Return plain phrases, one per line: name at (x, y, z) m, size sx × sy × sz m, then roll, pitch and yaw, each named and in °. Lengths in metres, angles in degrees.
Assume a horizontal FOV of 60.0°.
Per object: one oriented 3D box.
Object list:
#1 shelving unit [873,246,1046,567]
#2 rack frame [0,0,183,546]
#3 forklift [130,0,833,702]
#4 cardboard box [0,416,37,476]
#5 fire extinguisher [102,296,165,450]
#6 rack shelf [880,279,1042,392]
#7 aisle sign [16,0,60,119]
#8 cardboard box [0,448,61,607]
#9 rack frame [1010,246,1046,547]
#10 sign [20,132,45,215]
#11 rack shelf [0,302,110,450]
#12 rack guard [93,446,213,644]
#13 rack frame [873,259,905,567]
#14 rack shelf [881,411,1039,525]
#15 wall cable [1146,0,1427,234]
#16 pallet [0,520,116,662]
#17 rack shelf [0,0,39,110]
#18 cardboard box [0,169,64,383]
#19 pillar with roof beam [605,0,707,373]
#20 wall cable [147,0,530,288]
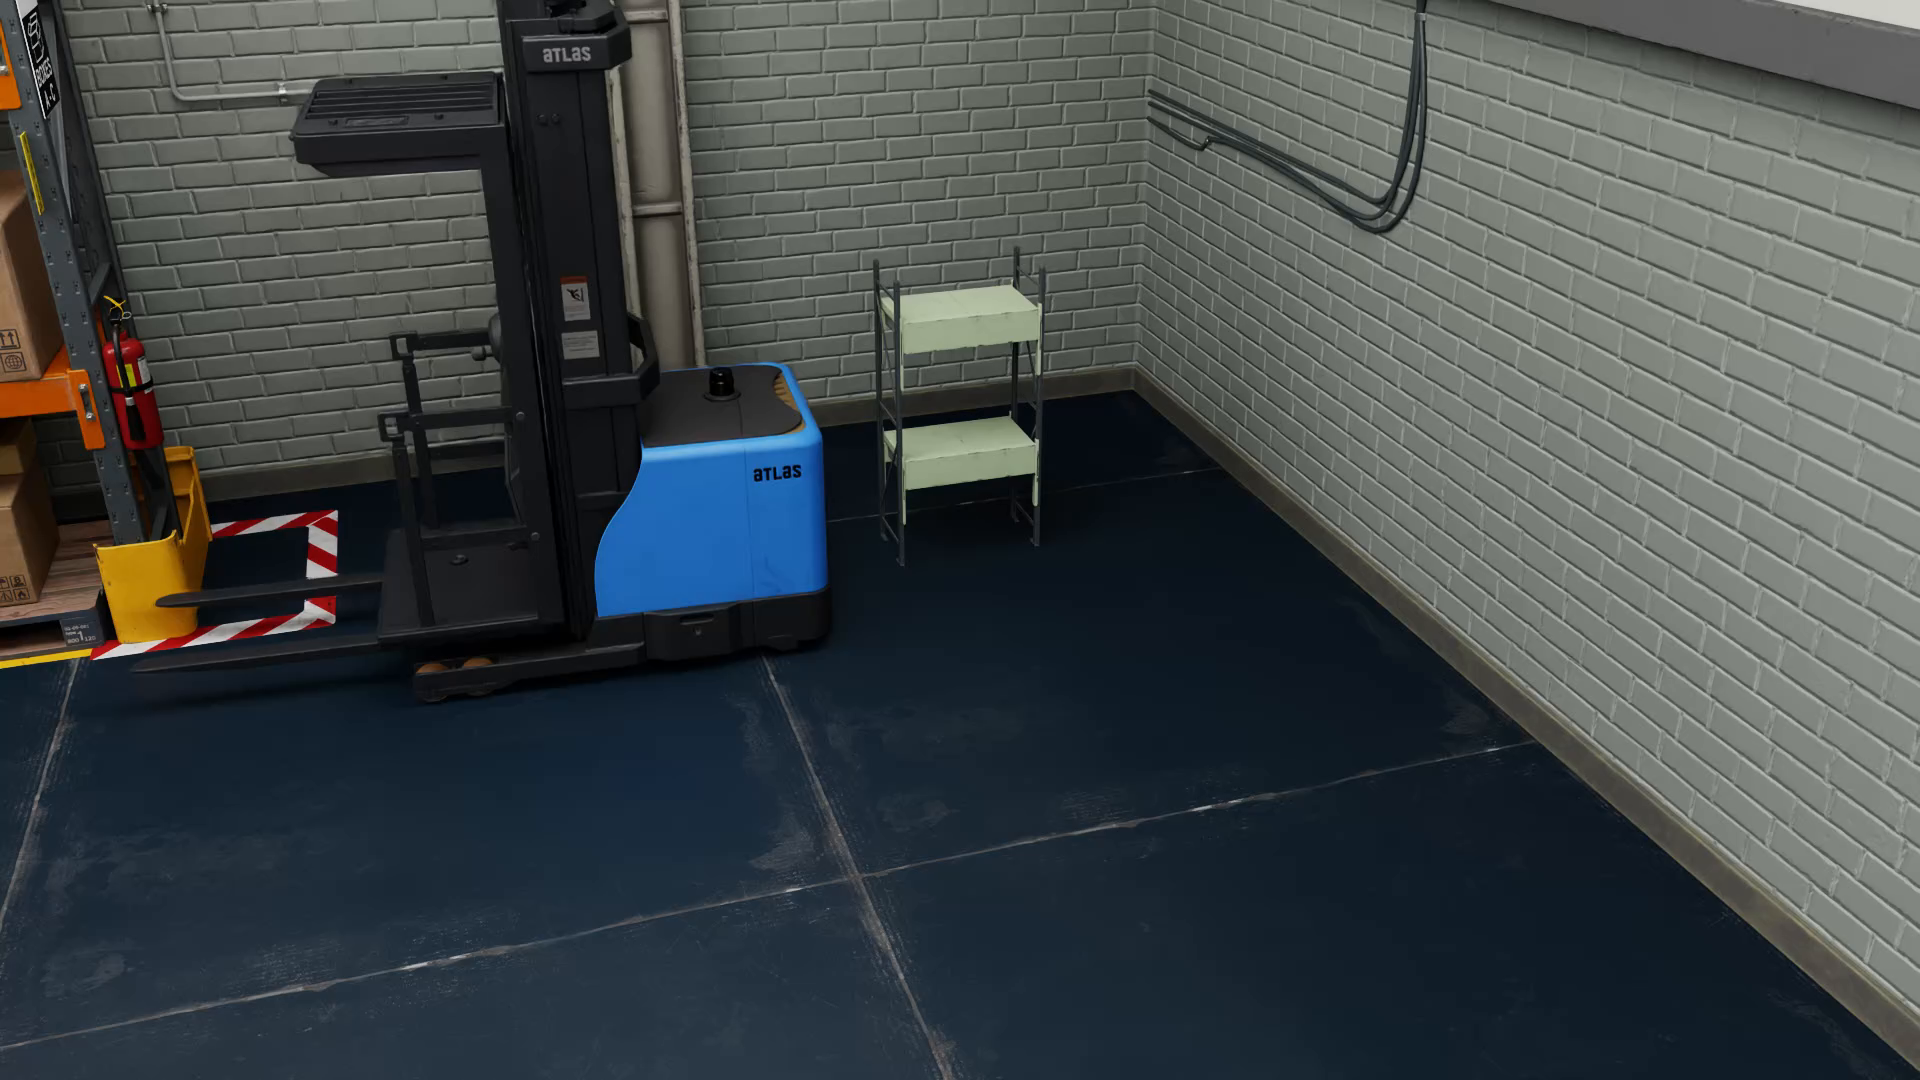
shelving unit at (-0.006, -0.671, 8.415) m, size 0.755 × 1.500 × 0.431 m, roll -8°, pitch 28°, yaw -16°
rack frame at (-3.975, -1.117, 7.626) m, size 0.127 × 3.000 × 1.000 m, roll -8°, pitch 28°, yaw -16°
forklift at (-2.168, -0.862, 7.190) m, size 3.031 × 2.935 × 1.130 m, roll -6°, pitch 27°, yaw -13°
cardboard box at (-4.553, -0.439, 7.870) m, size 0.250 × 0.149 × 0.380 m, roll -8°, pitch 28°, yaw -16°
fire extinguisher at (-3.689, -0.741, 7.375) m, size 0.183 × 0.674 × 0.296 m, roll -8°, pitch 28°, yaw -16°
rack shelf at (-0.006, -1.020, 8.241) m, size 0.720 × 0.370 × 0.431 m, roll -8°, pitch 28°, yaw -16°
aisle sign at (-3.814, -2.164, 6.813) m, size 0.004 × 0.787 × 0.394 m, roll -8°, pitch 28°, yaw -16°
cardboard box at (-4.610, -0.047, 7.809) m, size 0.500 × 0.500 × 0.700 m, roll -8°, pitch 28°, yaw -16°
rack frame at (0.342, -0.721, 8.516) m, size 0.023 × 1.500 × 0.400 m, roll -8°, pitch 28°, yaw -16°
sign at (-3.820, -1.510, 6.850) m, size 0.005 × 0.325 × 0.100 m, roll -8°, pitch 28°, yaw -16°
rack shelf at (-5.877, -0.519, 7.231) m, size 4.000 × 0.370 × 1.077 m, roll -8°, pitch 28°, yaw -16°
rack guard at (-3.952, 0.000, 8.189) m, size 0.348 × 0.500 × 1.175 m, roll -8°, pitch 28°, yaw -16°
rack frame at (-0.354, -0.620, 8.313) m, size 0.023 × 1.500 × 0.400 m, roll -8°, pitch 28°, yaw -16°
rack shelf at (-0.006, -0.379, 8.560) m, size 0.720 × 0.370 × 0.431 m, roll -8°, pitch 28°, yaw -16°
wall cable at (1.514, -3.041, 8.247) m, size 0.112 × 2.526 × 3.097 m, roll -8°, pitch 28°, yaw -16°
pallet at (-4.711, 0.276, 7.958) m, size 1.213 × 0.211 × 1.003 m, roll -8°, pitch 28°, yaw -16°
rack shelf at (-5.877, -1.863, 6.564) m, size 4.000 × 0.370 × 1.077 m, roll -8°, pitch 28°, yaw -16°
cardboard box at (-4.457, -1.177, 7.409) m, size 0.700 × 0.700 × 0.980 m, roll -7°, pitch 27°, yaw -14°
pillar with roof beam at (-0.343, -2.721, 4.111) m, size 0.400 × 9.000 × 9.100 m, roll -8°, pitch 28°, yaw -16°
wall cable at (-3.051, -2.148, 8.561) m, size 1.851 × 1.984 × 0.084 m, roll -8°, pitch 28°, yaw -16°
